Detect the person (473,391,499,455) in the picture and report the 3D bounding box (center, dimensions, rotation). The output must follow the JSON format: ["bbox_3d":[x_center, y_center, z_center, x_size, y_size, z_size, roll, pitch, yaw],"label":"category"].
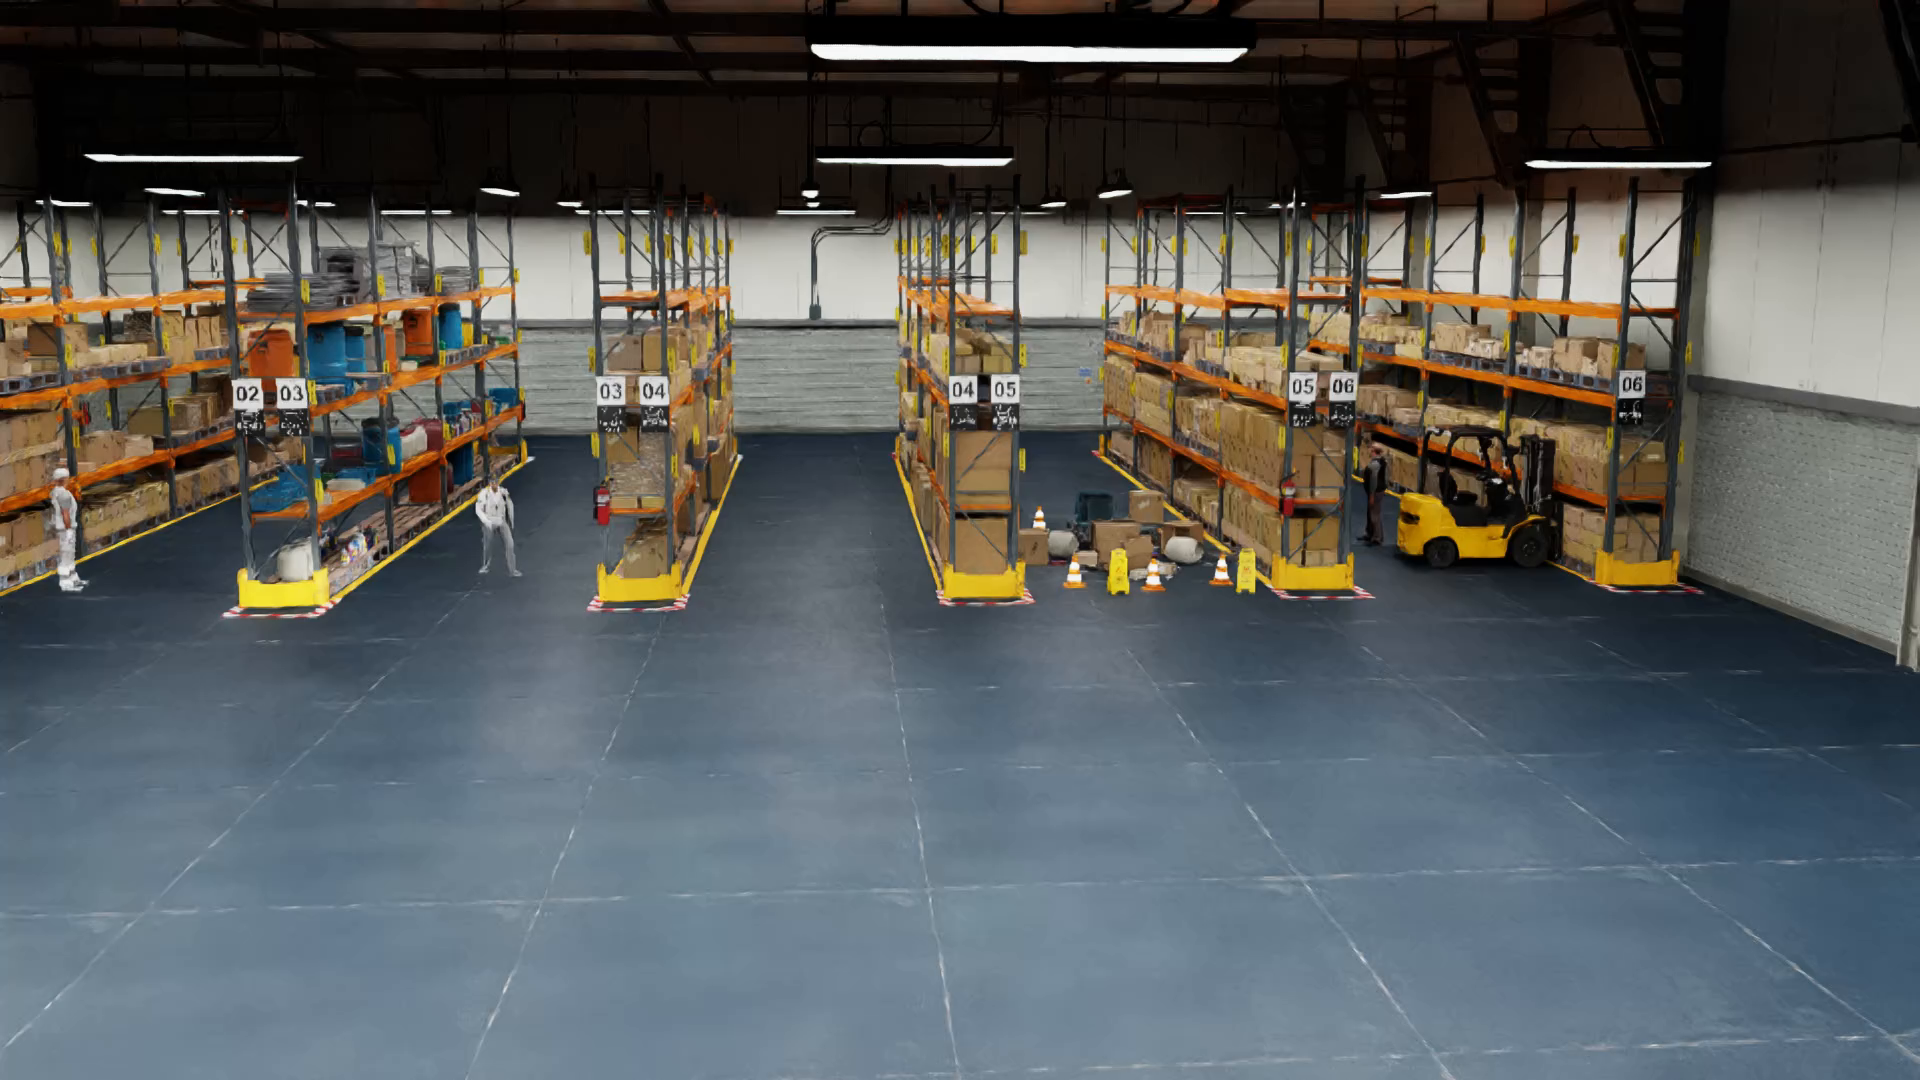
[{"bbox_3d":[-11.446,-2.881,40.105,0.587,1.717,0.598,-8,13,-38],"label":"person"}]

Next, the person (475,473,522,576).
[{"bbox_3d":[-7.120,-0.266,25.511,0.630,1.608,0.811,-4,11,-22],"label":"person"}]

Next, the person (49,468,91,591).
[{"bbox_3d":[-13.078,-0.170,24.422,0.442,1.792,0.606,-7,12,-35],"label":"person"}]

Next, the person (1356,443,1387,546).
[{"bbox_3d":[6.977,-0.789,28.165,0.494,1.717,0.578,5,11,25],"label":"person"}]
